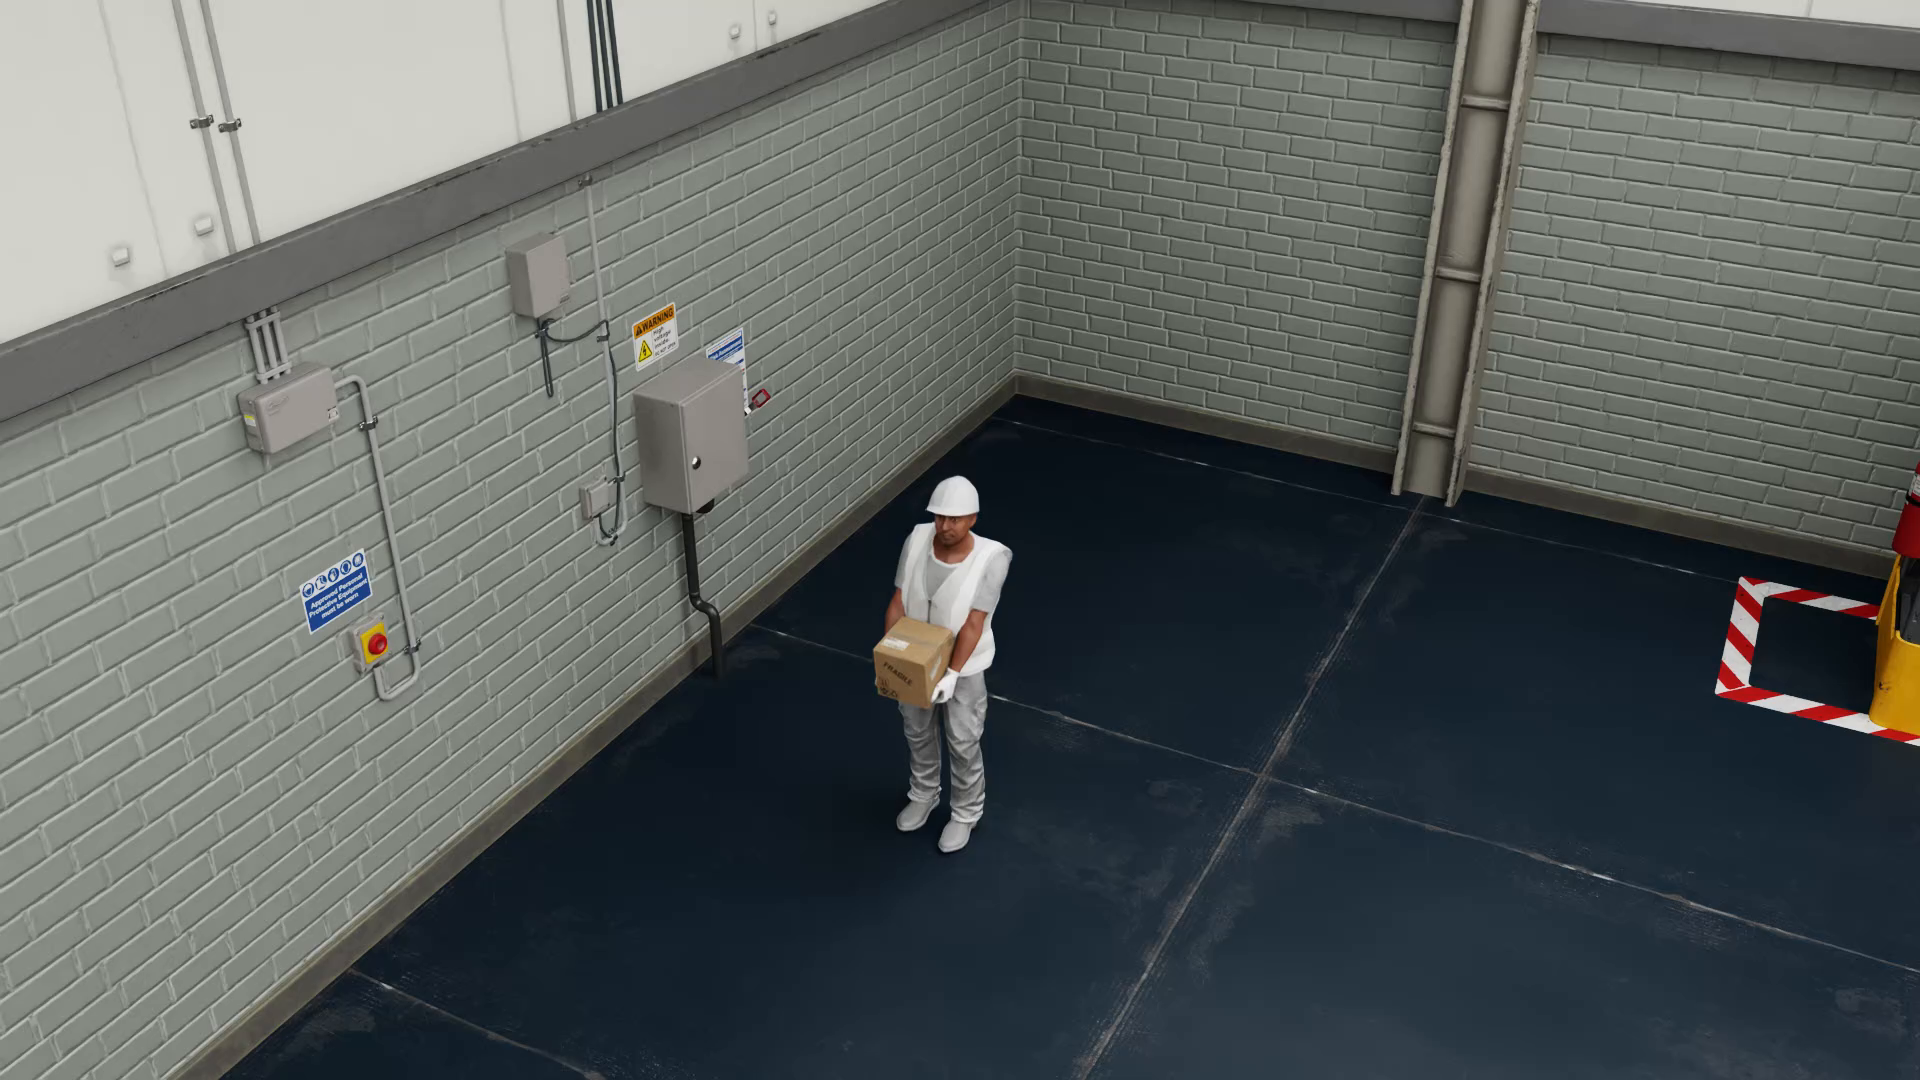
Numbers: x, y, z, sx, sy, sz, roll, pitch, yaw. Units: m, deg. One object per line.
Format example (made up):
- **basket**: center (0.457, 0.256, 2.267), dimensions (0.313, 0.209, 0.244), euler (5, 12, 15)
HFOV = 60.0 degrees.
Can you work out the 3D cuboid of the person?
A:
- **person**: center (-0.093, 0.577, 7.268), dimensions (0.488, 1.780, 0.567), euler (15, 33, 24)
